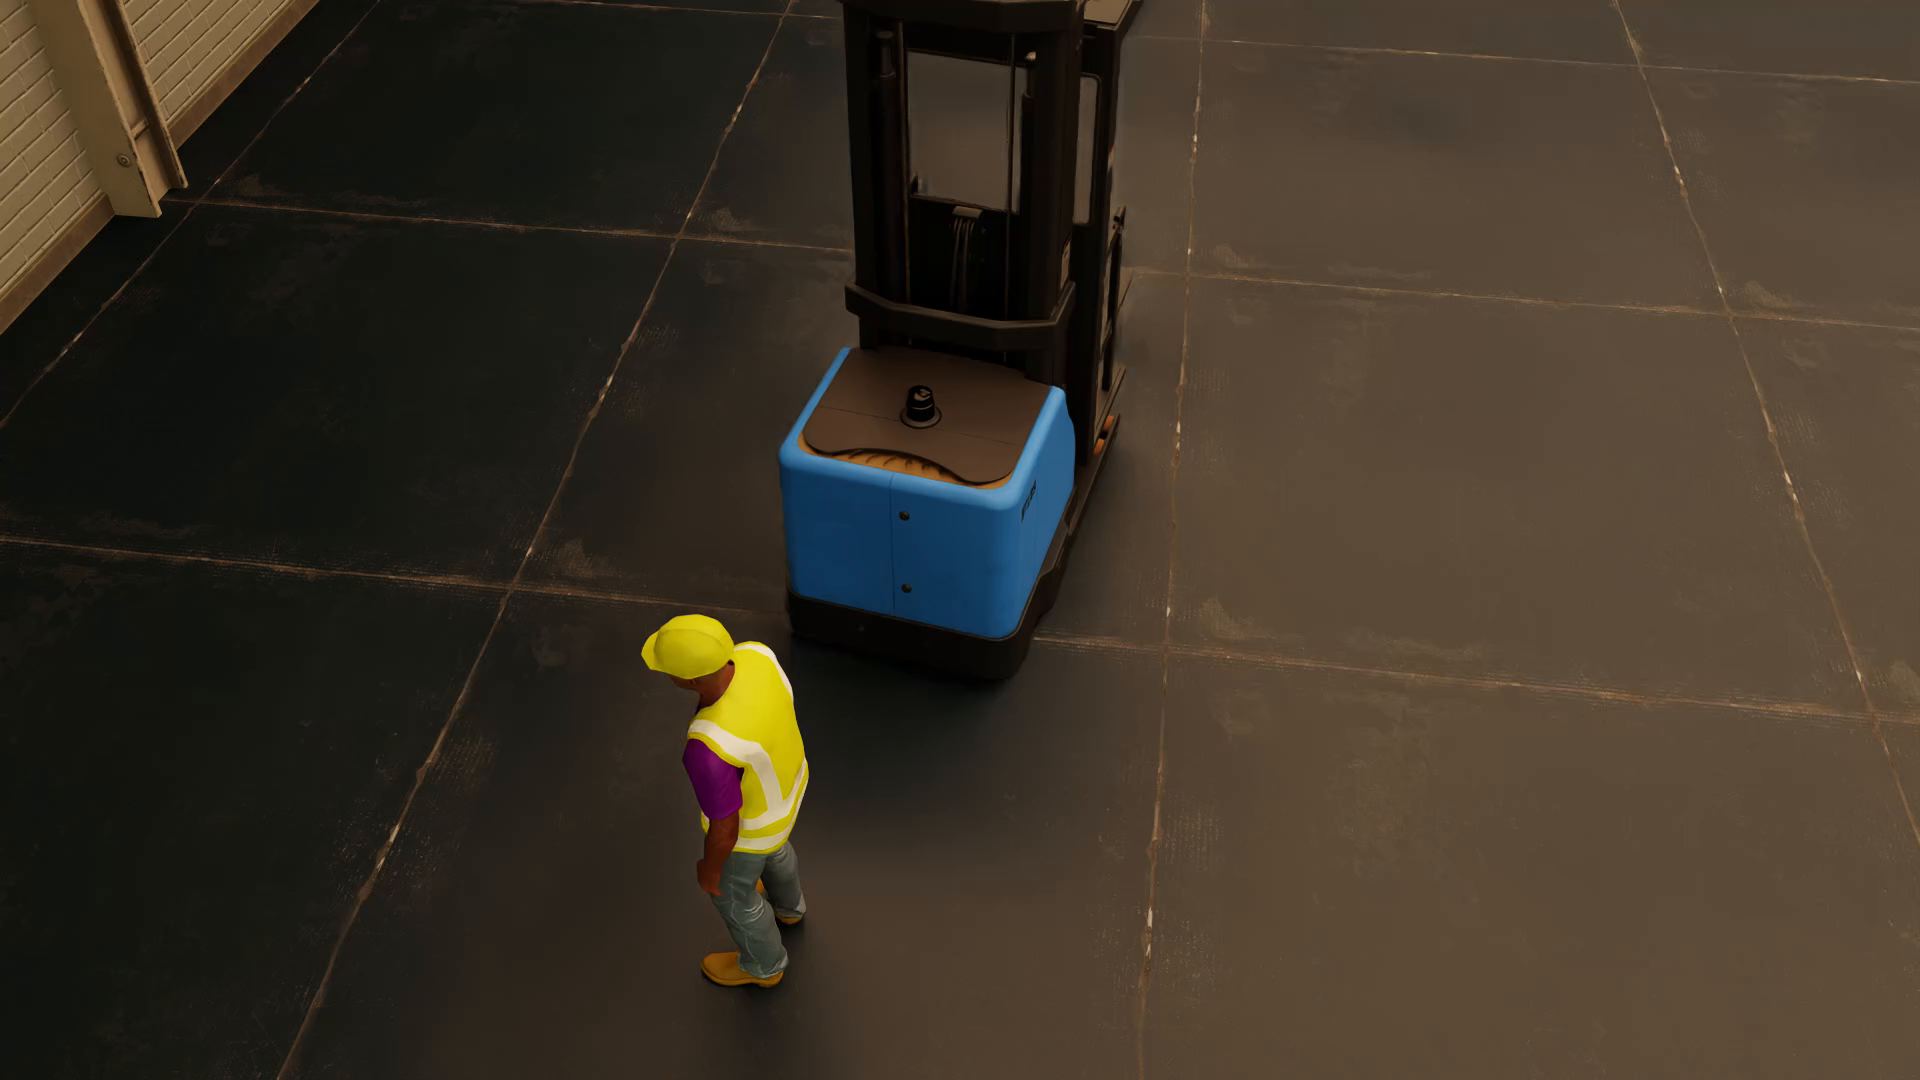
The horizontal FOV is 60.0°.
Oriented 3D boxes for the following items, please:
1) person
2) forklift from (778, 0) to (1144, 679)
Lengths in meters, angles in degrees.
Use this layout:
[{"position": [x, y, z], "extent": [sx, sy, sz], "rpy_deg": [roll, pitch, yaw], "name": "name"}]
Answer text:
[{"position": [-0.750, 0.885, 5.630], "extent": [0.460, 1.759, 0.630], "rpy_deg": [9, 43, 10], "name": "person"}, {"position": [0.171, -1.493, 7.350], "extent": [1.130, 2.935, 3.031], "rpy_deg": [12, 44, 13], "name": "forklift"}]
